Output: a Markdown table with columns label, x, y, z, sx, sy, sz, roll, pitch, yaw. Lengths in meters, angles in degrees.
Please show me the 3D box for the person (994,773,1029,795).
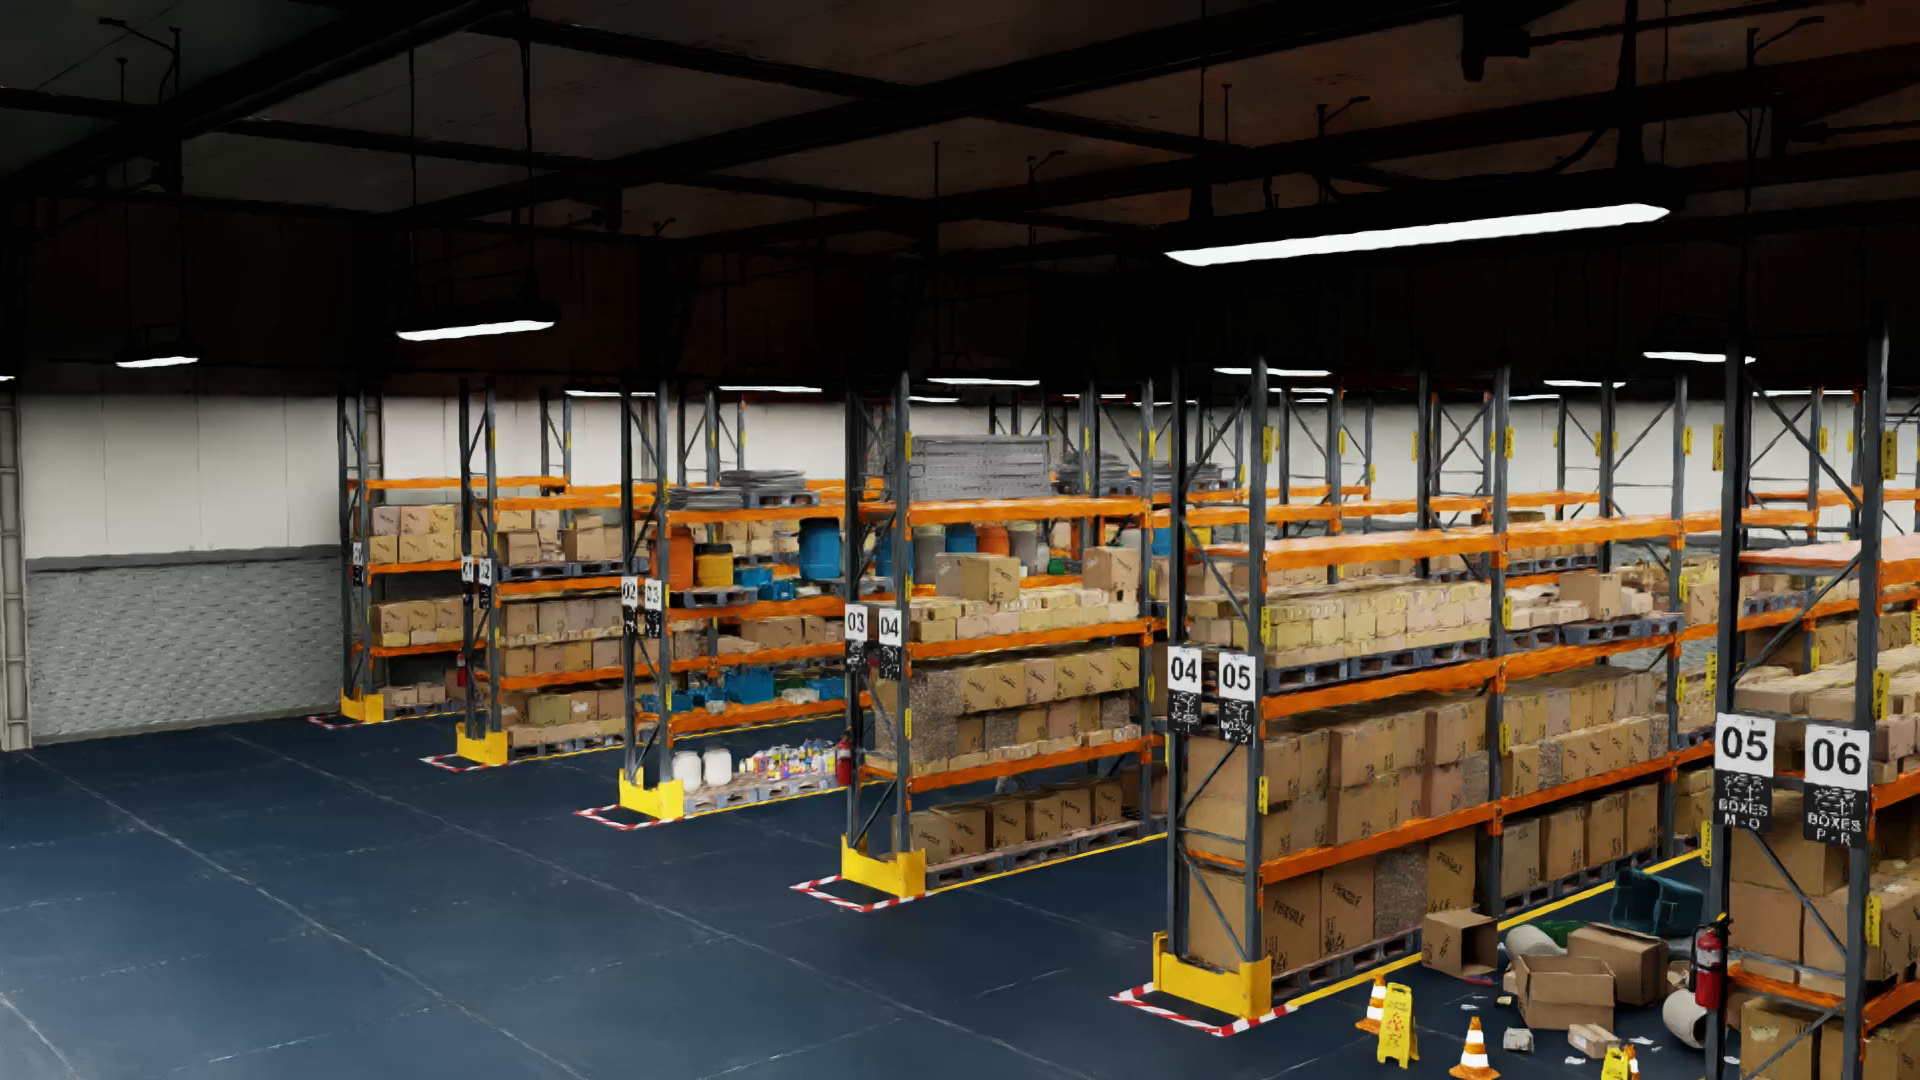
| label | x | y | z | sx | sy | sz | roll | pitch | yaw |
| --- | --- | --- | --- | --- | --- | --- | --- | --- | --- |
| person | 0.602 | 2.830 | 22.471 | 1.115 | 1.700 | 0.543 | -3 | 5 | -40 |
